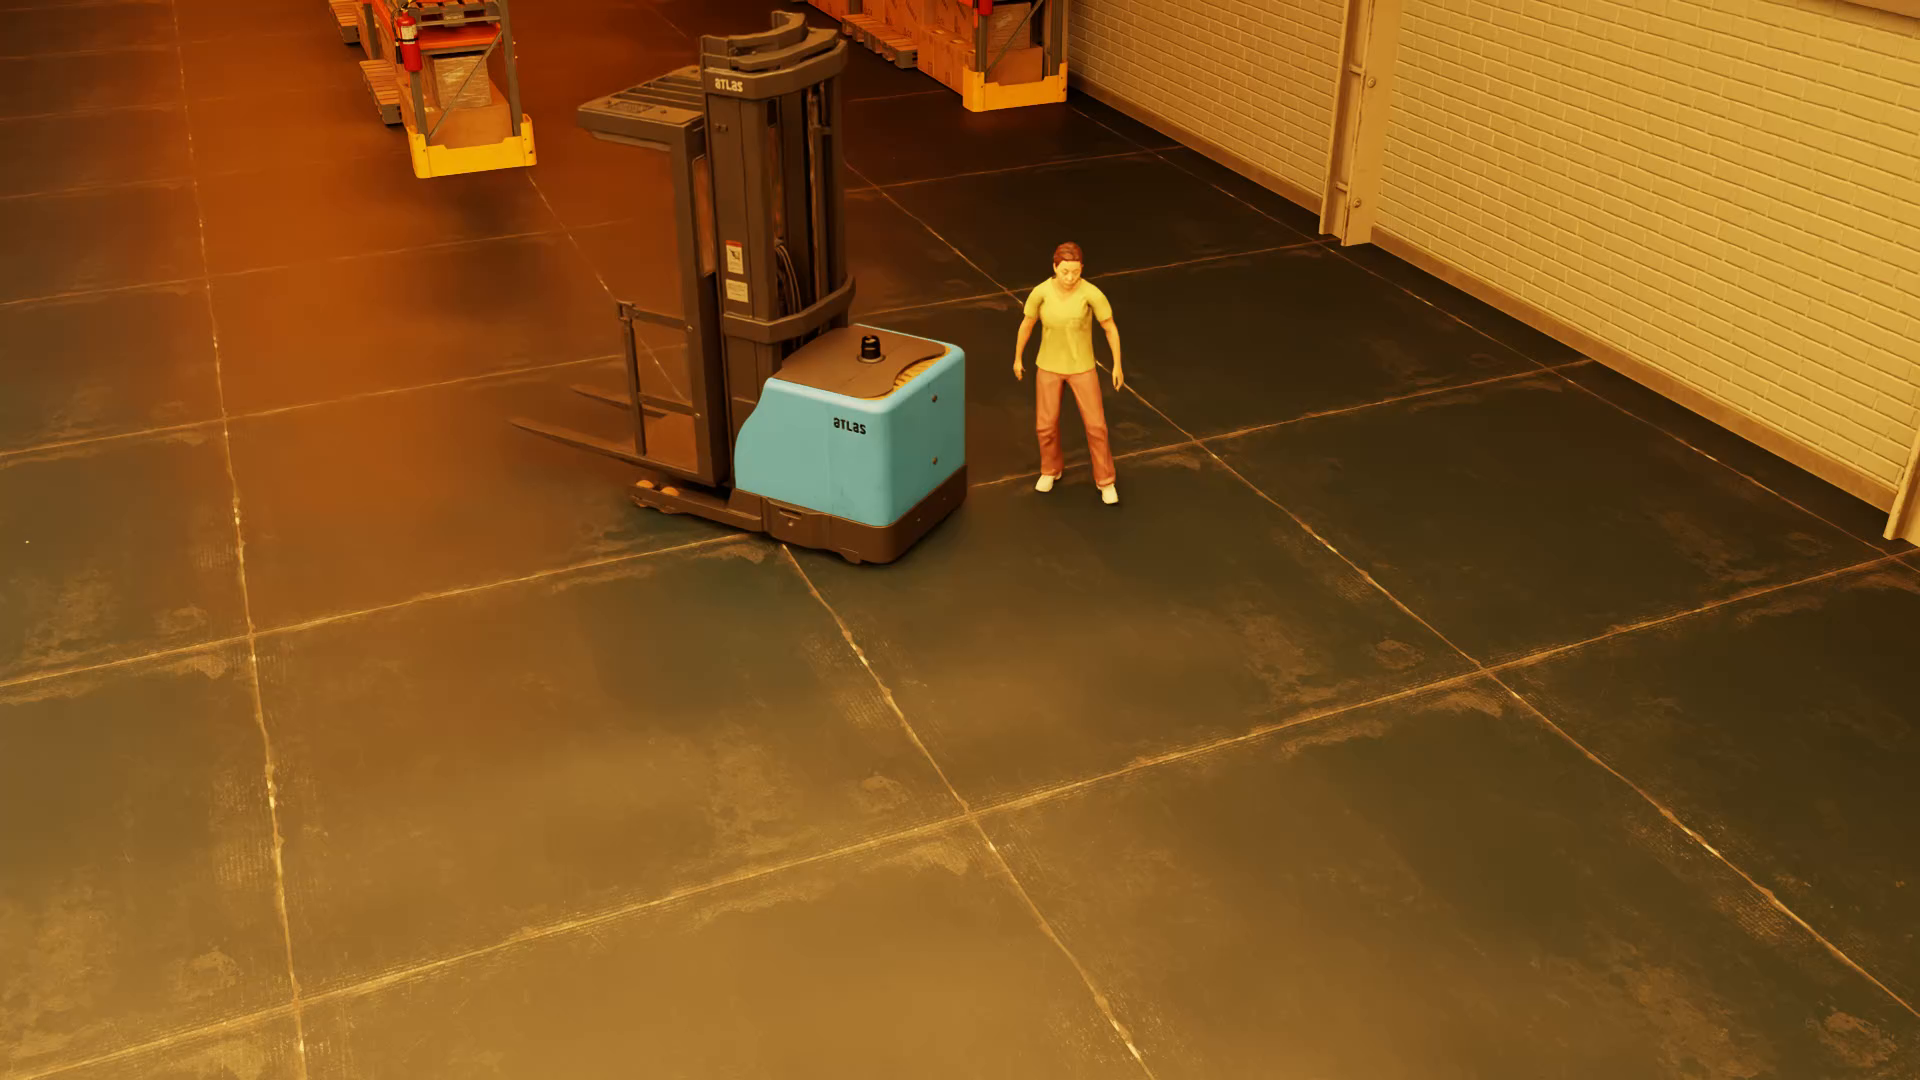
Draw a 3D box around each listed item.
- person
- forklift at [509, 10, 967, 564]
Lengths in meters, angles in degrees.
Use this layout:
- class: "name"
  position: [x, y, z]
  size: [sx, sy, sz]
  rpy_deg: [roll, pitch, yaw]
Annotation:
- class: "person"
  position: [0.672, -1.049, 10.249]
  size: [0.721, 1.650, 0.377]
  rpy_deg: [6, 30, 10]
- class: "forklift"
  position: [-1.497, -1.645, 9.997]
  size: [3.031, 2.935, 1.130]
  rpy_deg: [15, 33, 25]
